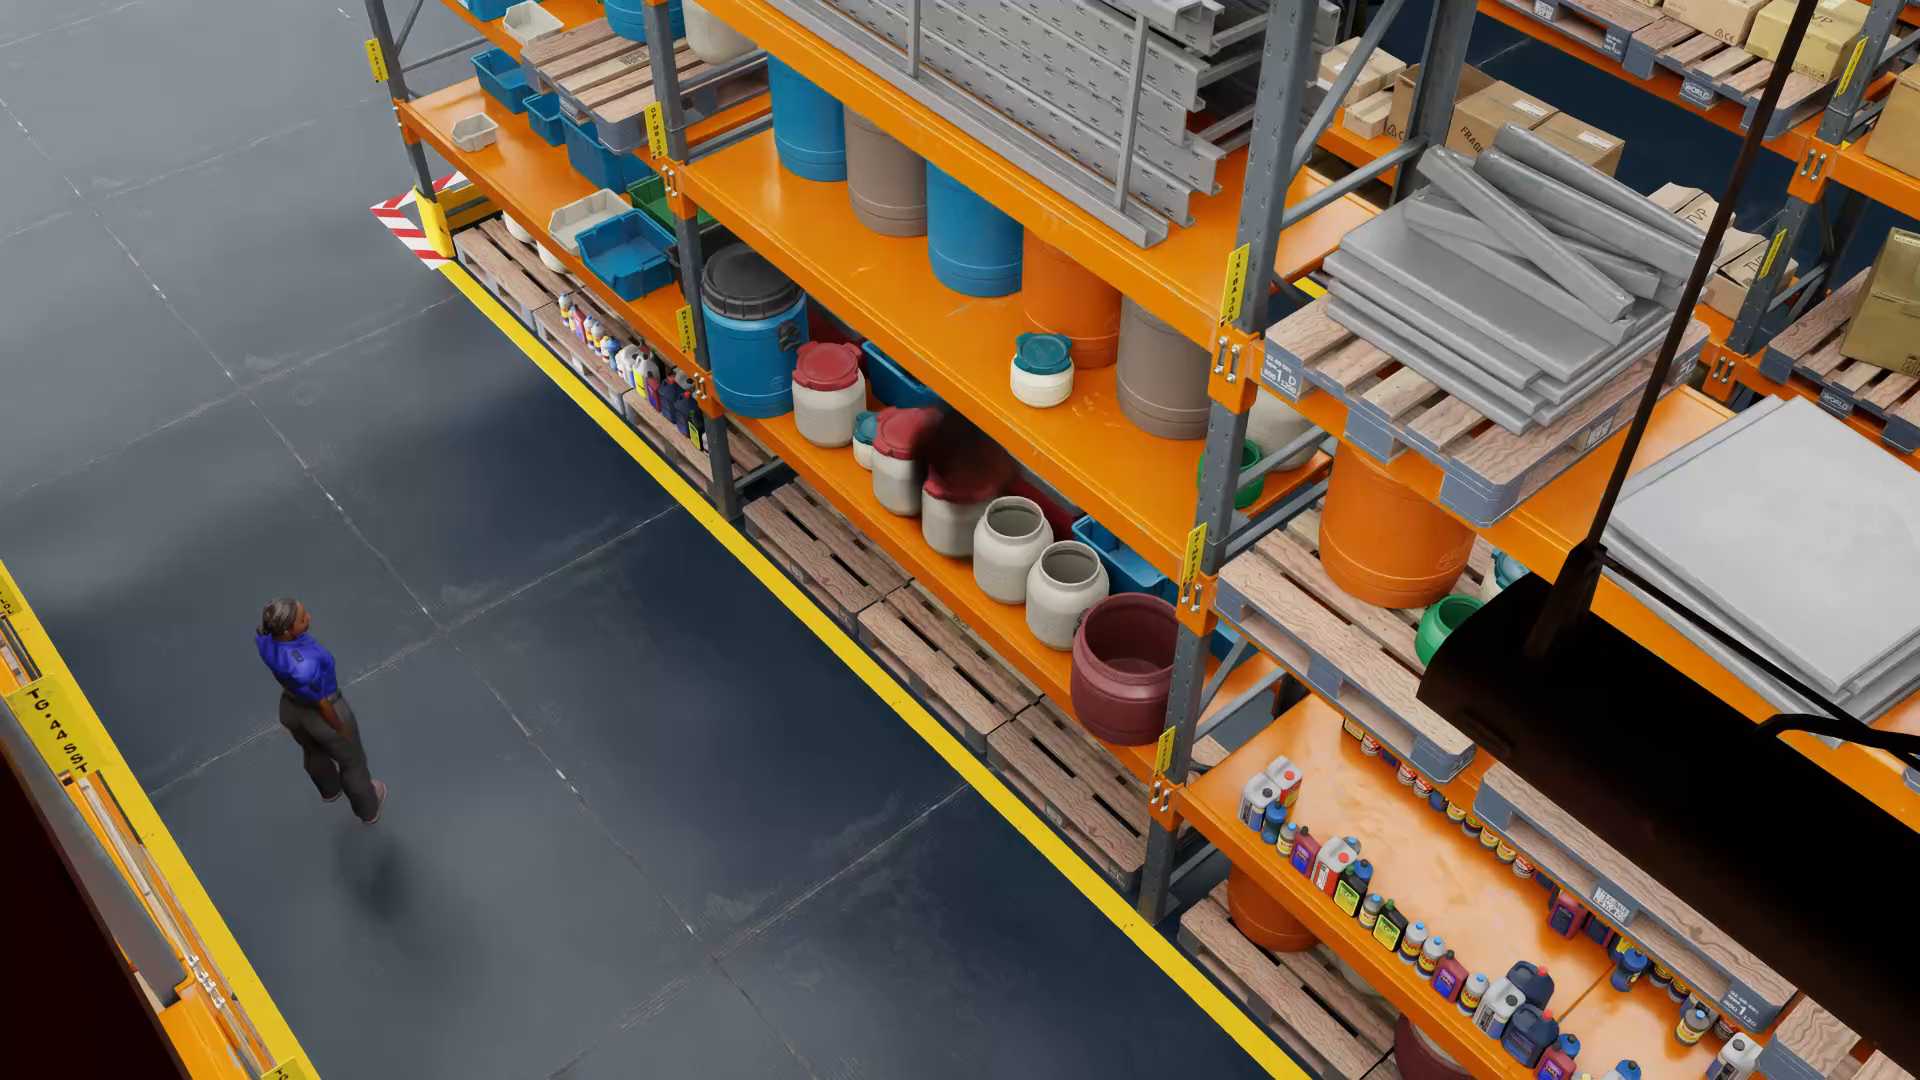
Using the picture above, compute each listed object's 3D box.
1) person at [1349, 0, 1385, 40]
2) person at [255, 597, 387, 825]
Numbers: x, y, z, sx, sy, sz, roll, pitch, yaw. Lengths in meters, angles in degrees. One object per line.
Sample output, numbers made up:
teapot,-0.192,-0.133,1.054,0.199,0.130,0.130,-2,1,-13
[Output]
person,3.668,-5.212,14.695,0.545,1.765,0.779,-5,47,-5
person,-3.321,0.865,8.622,0.444,1.654,0.368,17,49,16
